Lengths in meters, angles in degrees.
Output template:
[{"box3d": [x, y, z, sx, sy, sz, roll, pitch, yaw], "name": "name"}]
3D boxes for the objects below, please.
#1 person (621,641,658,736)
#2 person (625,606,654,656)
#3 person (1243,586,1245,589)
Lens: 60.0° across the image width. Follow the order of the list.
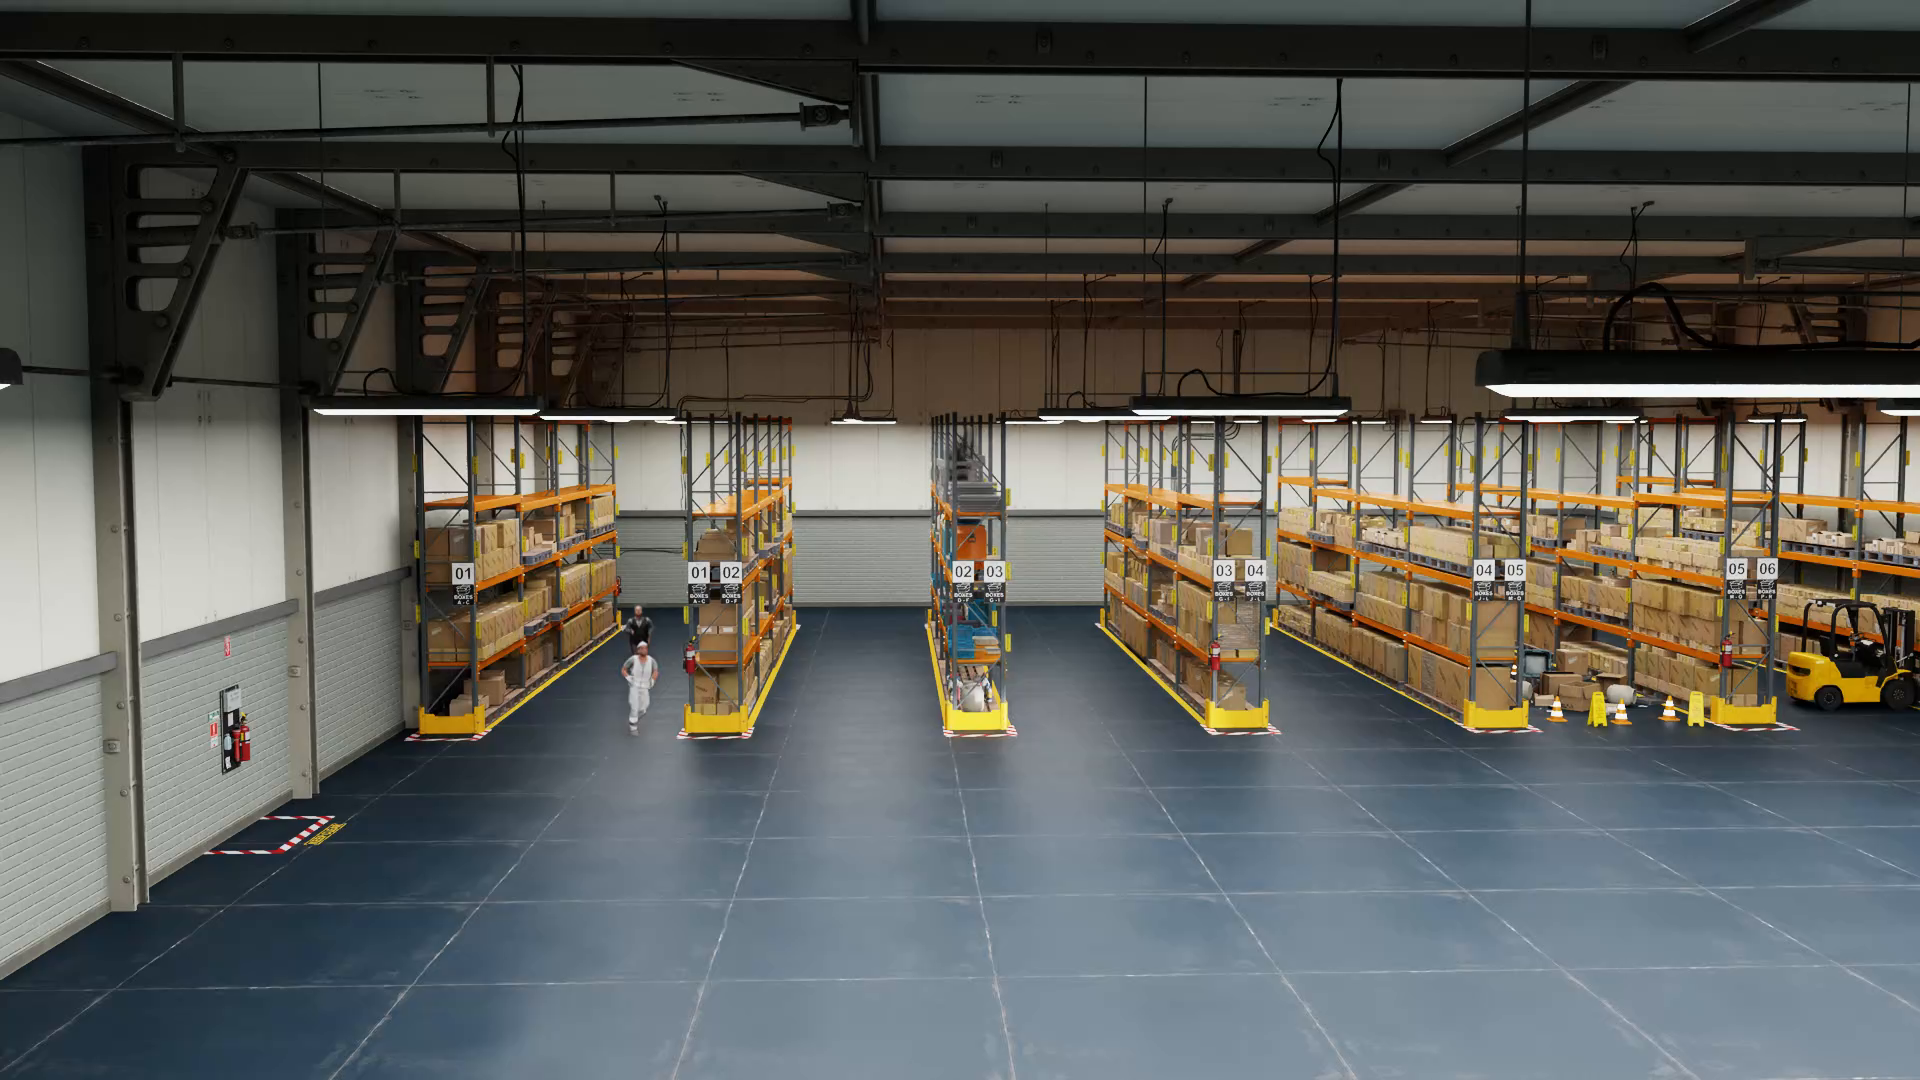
[{"box3d": [-5.980, 2.755, 31.071, 0.692, 1.735, 0.655, -2, 4, -21], "name": "person"}, {"box3d": [-7.165, 2.343, 37.195, 0.641, 1.728, 0.658, -1, 4, -8], "name": "person"}, {"box3d": [7.958, 1.795, 45.018, 0.681, 1.729, 0.594, 0, 4, 3], "name": "person"}]
